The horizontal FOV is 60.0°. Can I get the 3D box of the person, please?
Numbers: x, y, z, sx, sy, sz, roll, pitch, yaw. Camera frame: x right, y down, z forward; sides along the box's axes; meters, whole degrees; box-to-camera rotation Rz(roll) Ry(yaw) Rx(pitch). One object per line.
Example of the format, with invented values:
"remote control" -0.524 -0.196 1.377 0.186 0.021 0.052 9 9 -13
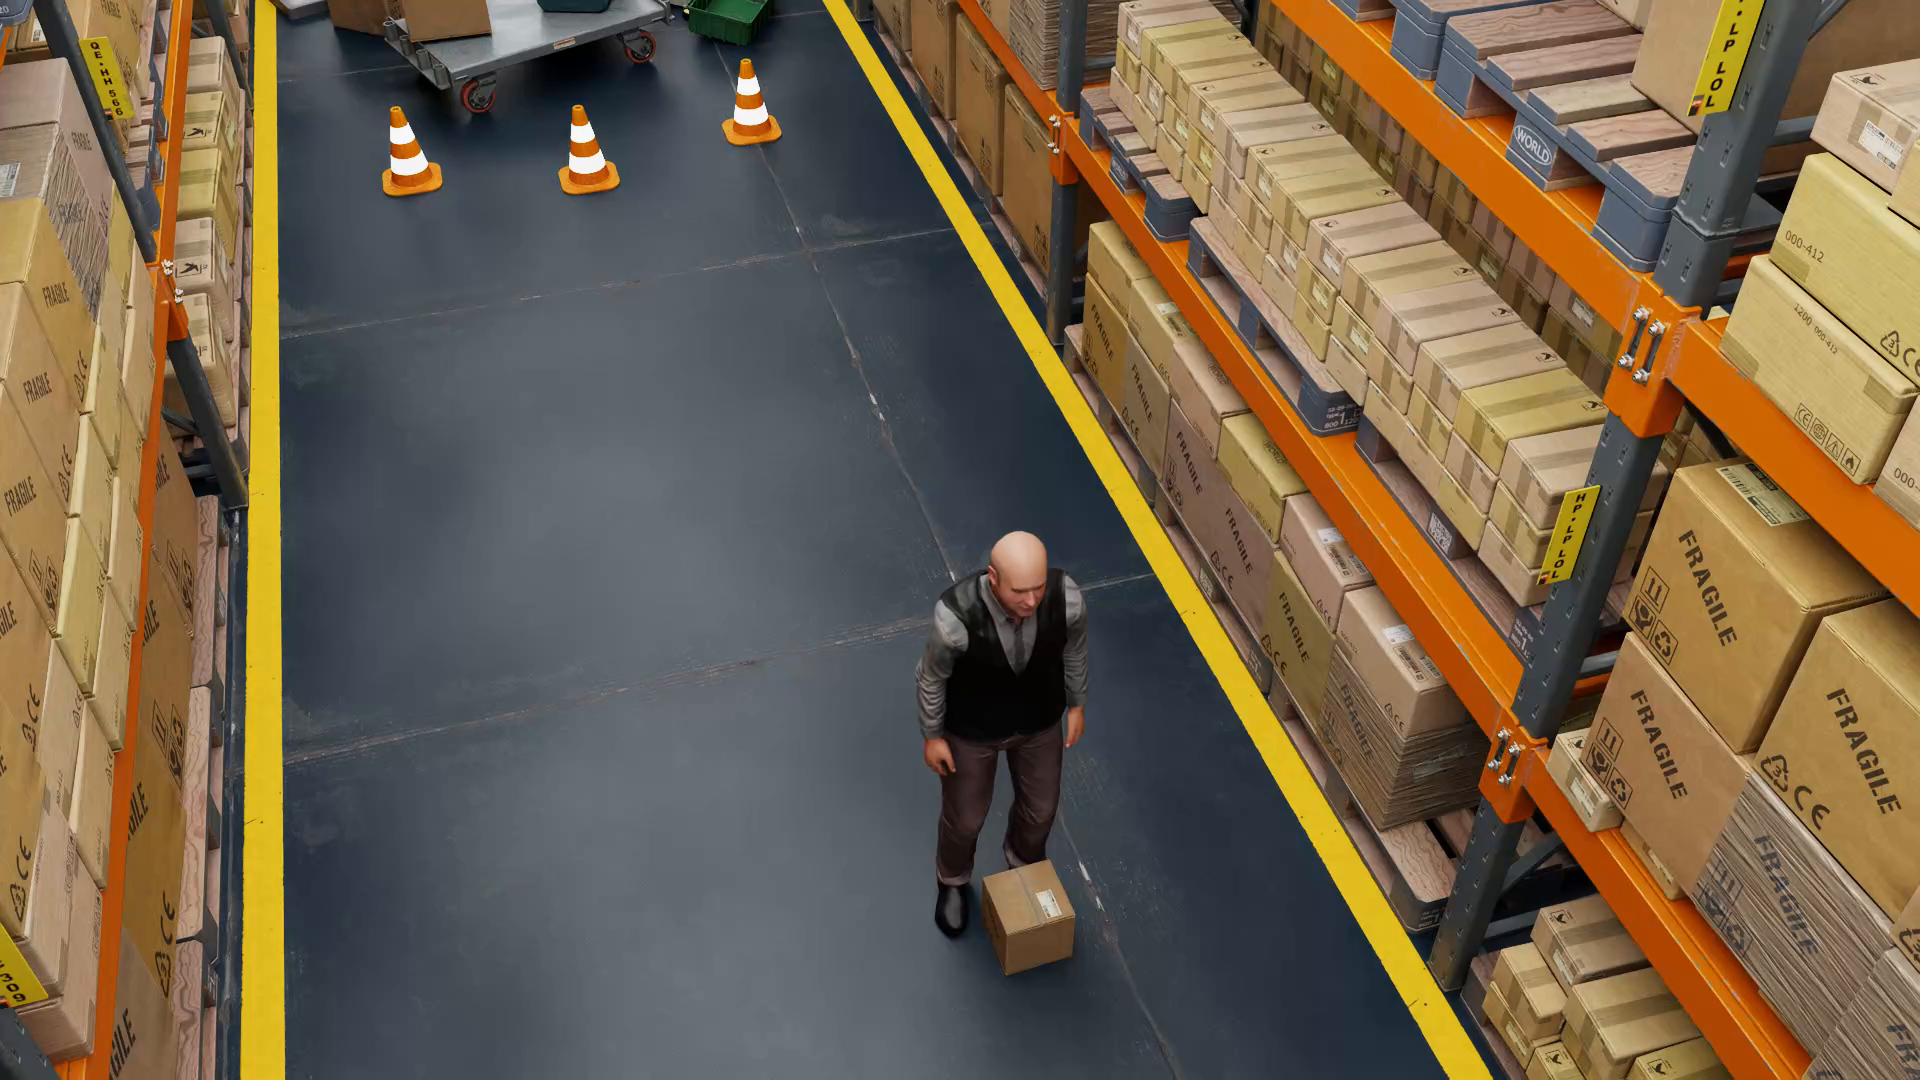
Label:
"person" 0.146 0.609 5.501 0.580 1.721 0.464 -12 43 -13
